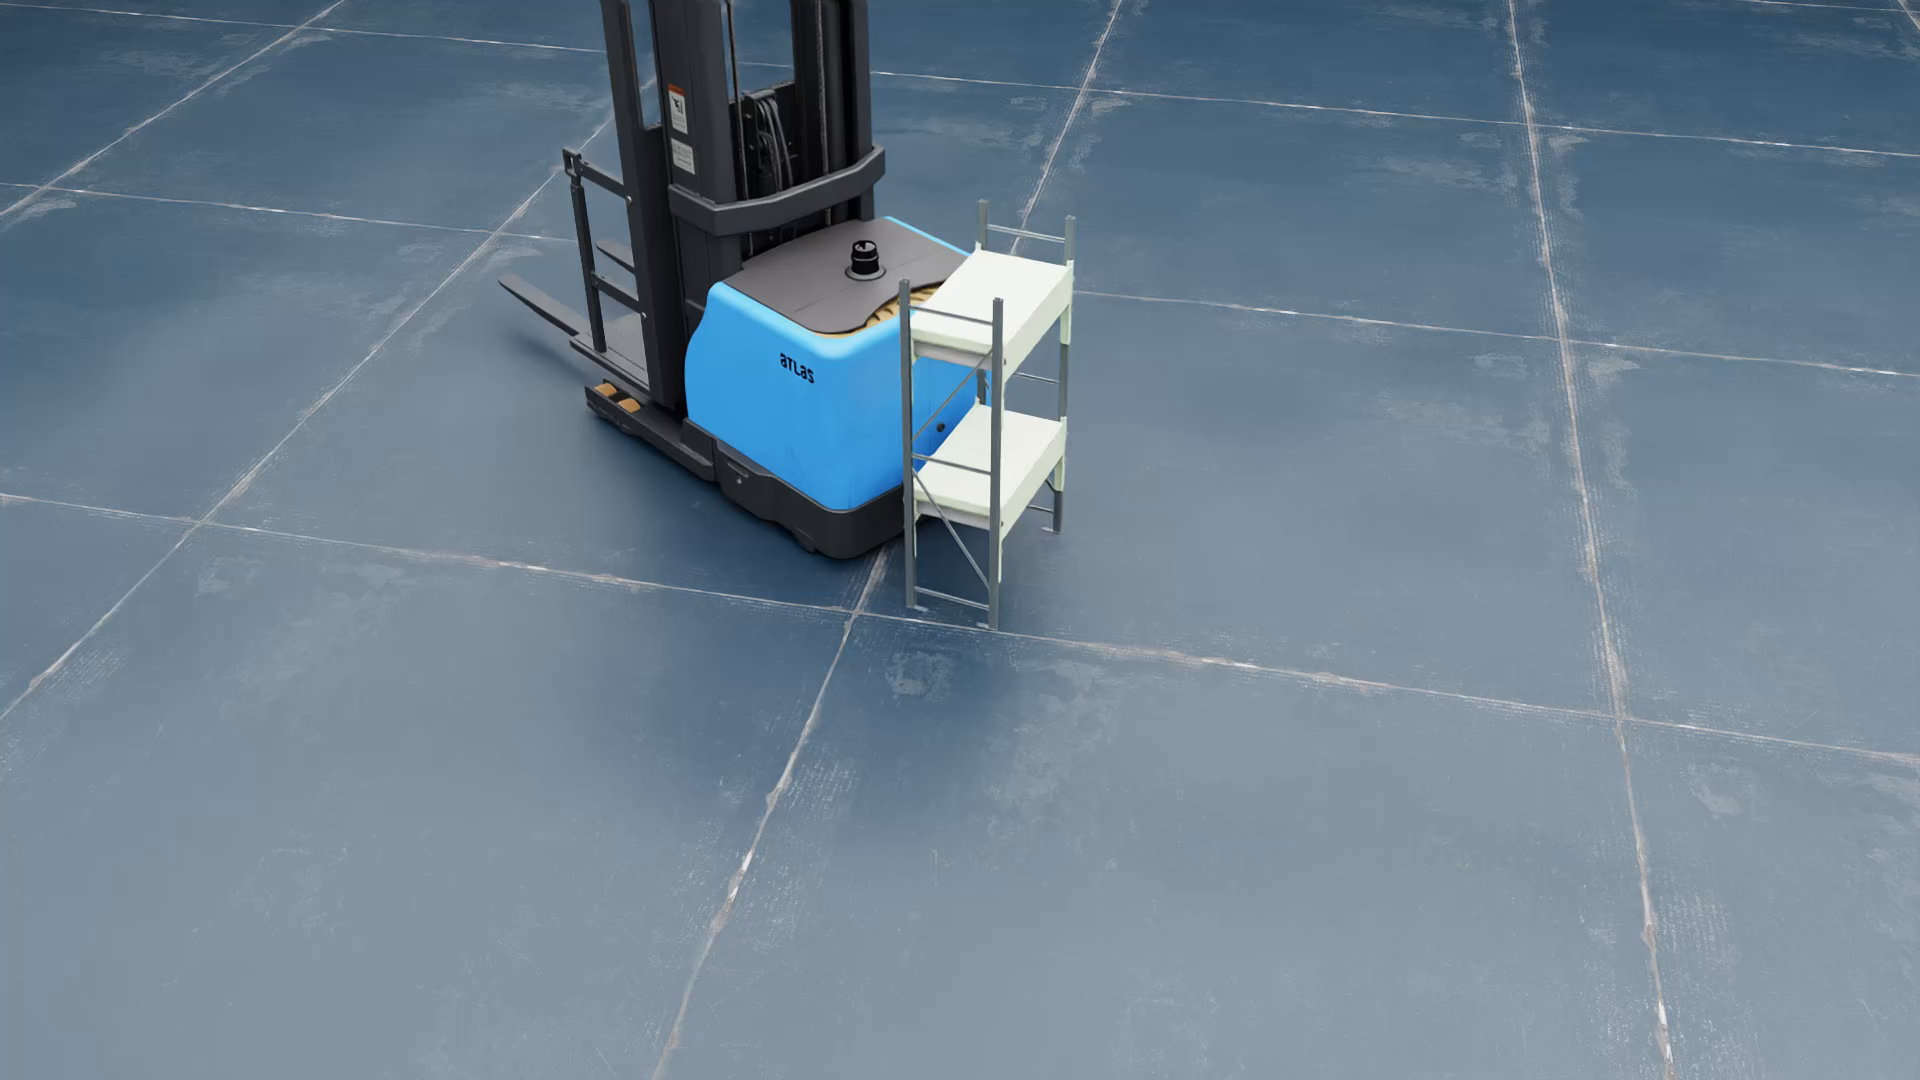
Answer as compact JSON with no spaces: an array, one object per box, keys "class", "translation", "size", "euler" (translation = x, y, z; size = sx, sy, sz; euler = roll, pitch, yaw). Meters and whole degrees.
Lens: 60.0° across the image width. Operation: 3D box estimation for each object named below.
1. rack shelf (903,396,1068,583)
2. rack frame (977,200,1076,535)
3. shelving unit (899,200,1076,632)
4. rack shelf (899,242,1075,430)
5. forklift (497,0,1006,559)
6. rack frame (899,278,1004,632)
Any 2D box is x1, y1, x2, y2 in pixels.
[{"class":"rack shelf","translation":[0.113,-0.219,6.830],"size":[0.431,0.370,0.720],"euler":[14,38,19]},{"class":"rack frame","translation":[0.259,-0.680,6.911],"size":[0.400,1.500,0.023],"euler":[14,38,19]},{"class":"shelving unit","translation":[0.113,-0.483,6.639],"size":[0.431,1.500,0.755],"euler":[14,38,19]},{"class":"rack shelf","translation":[0.113,-0.799,6.410],"size":[0.431,0.370,0.720],"euler":[14,38,19]},{"class":"forklift","translation":[-1.161,-1.880,7.346],"size":[1.130,2.935,3.031],"euler":[-29,45,-34]},{"class":"rack frame","translation":[-0.033,-0.286,6.367],"size":[0.400,1.500,0.023],"euler":[14,38,19]}]
